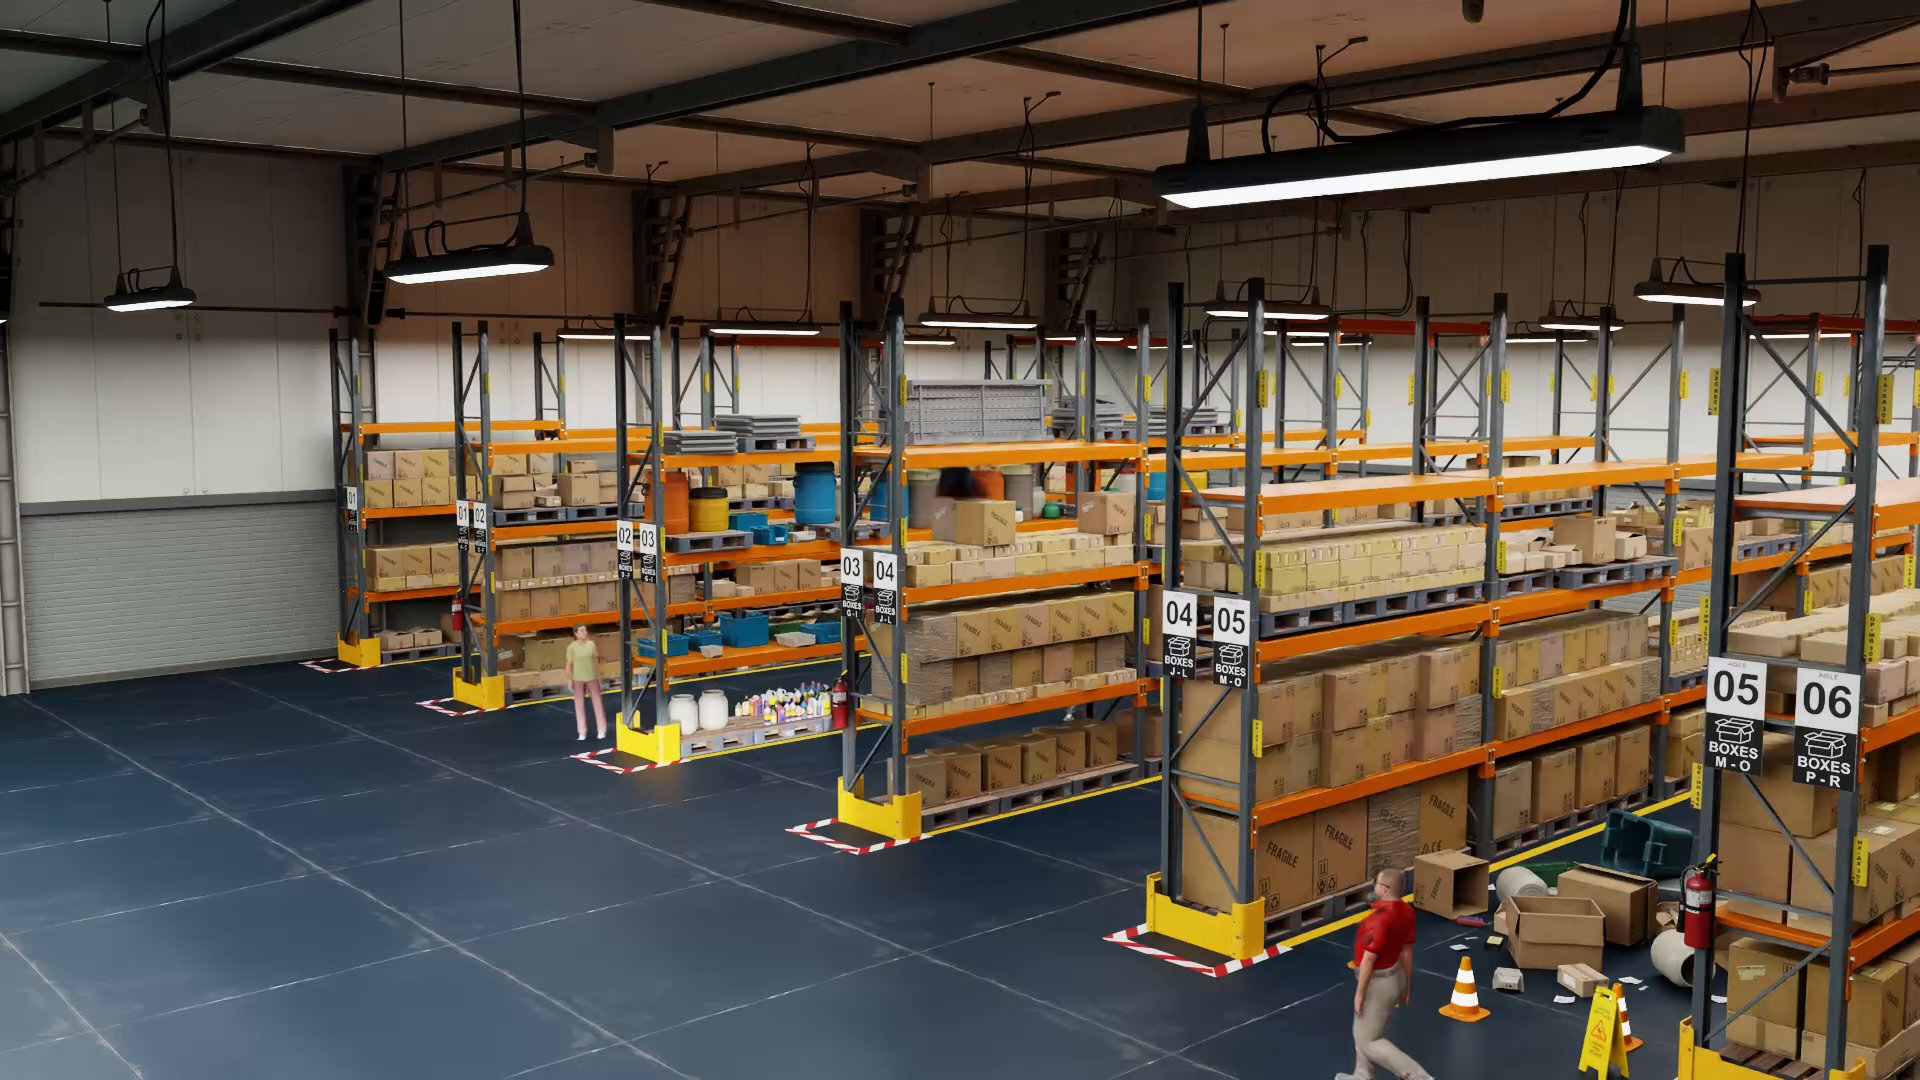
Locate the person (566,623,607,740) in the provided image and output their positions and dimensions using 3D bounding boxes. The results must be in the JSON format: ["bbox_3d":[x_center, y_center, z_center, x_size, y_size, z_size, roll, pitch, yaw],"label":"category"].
[{"bbox_3d":[-5.331,2.021,23.700,0.547,1.703,0.417,-1,6,-9],"label":"person"}]

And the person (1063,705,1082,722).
[{"bbox_3d":[1.764,1.916,25.028,0.434,1.548,0.823,5,7,41],"label":"person"}]

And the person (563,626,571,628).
[{"bbox_3d":[-7.172,1.263,30.640,0.612,1.781,0.469,0,6,2],"label":"person"}]

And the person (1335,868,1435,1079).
[{"bbox_3d":[2.985,3.153,11.747,0.774,1.699,0.534,4,7,32],"label":"person"}]
